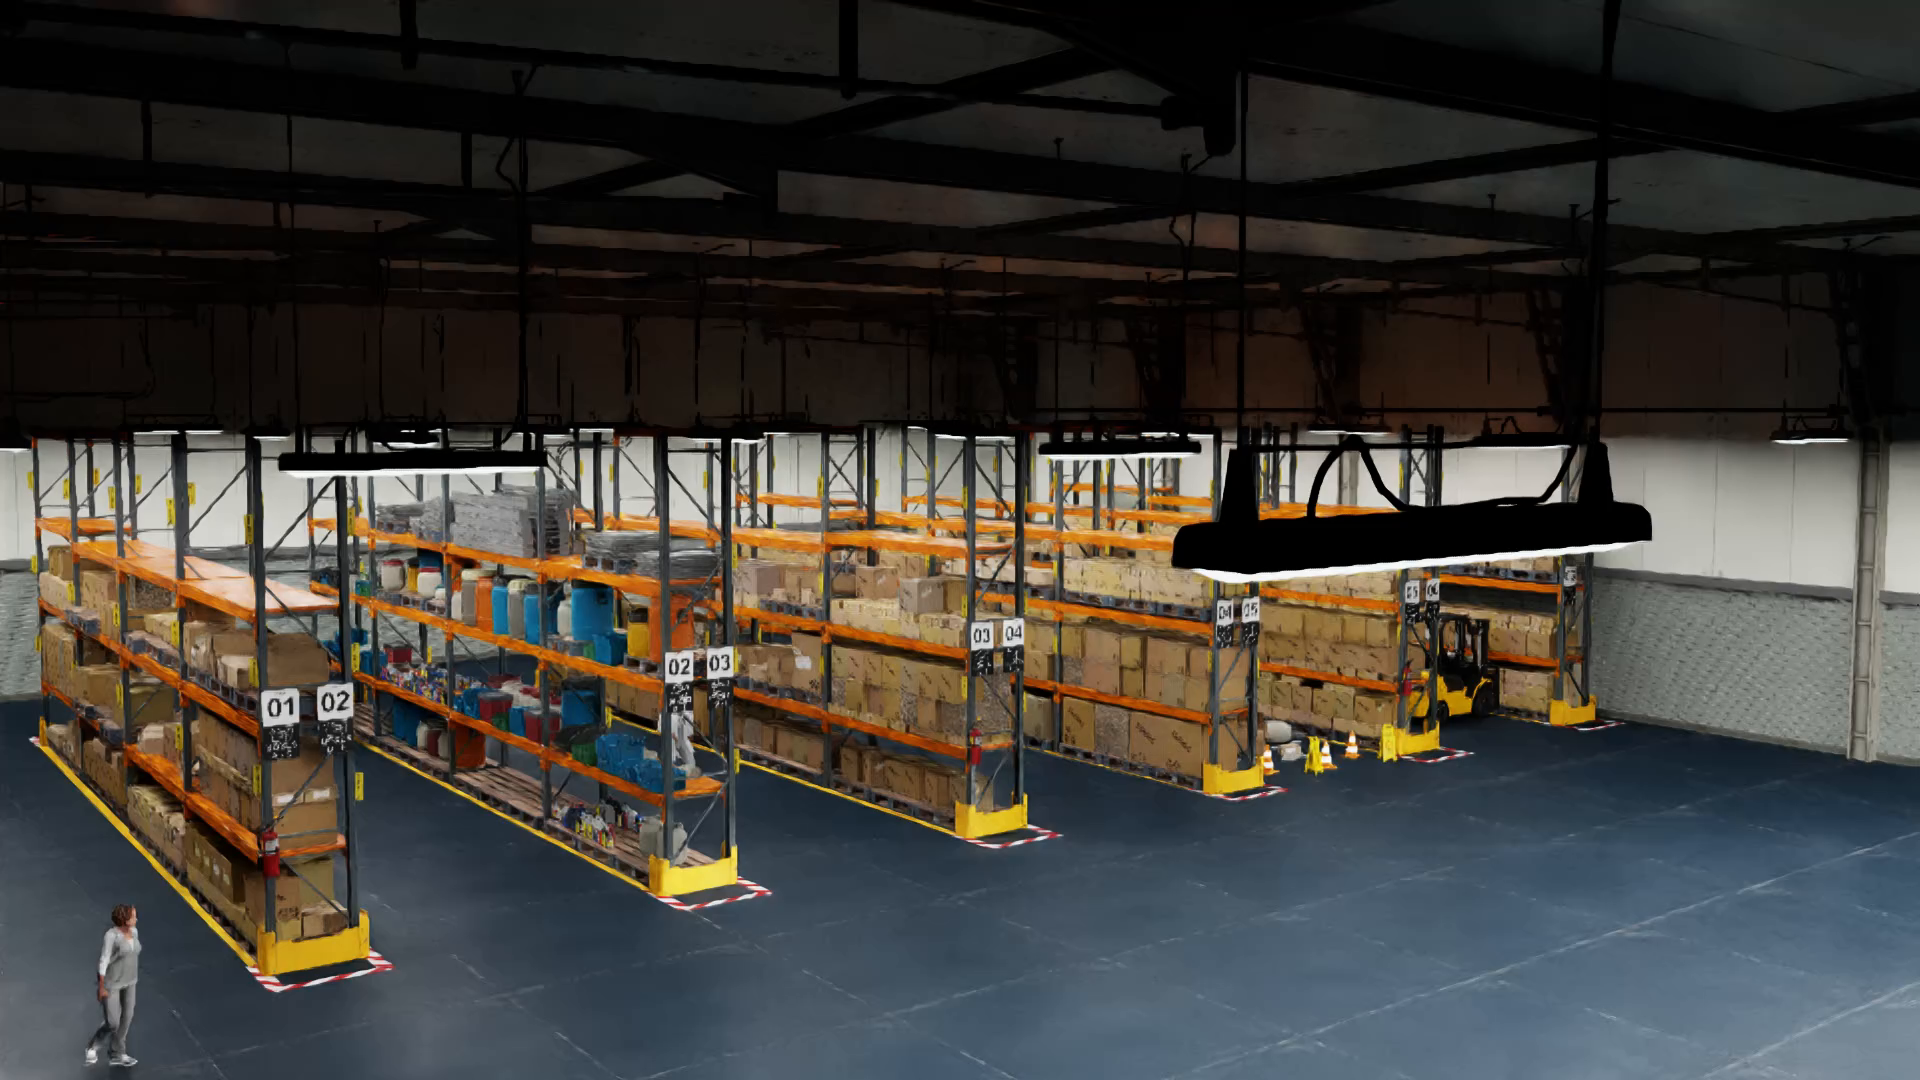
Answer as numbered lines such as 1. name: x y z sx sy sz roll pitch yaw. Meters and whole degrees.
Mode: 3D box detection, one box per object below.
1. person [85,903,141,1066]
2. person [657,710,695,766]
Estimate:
1. person: -8.170 4.282 16.020 0.498 1.588 0.476 1 5 16
2. person: -4.633 3.332 27.270 0.736 1.715 0.891 -3 5 -31
